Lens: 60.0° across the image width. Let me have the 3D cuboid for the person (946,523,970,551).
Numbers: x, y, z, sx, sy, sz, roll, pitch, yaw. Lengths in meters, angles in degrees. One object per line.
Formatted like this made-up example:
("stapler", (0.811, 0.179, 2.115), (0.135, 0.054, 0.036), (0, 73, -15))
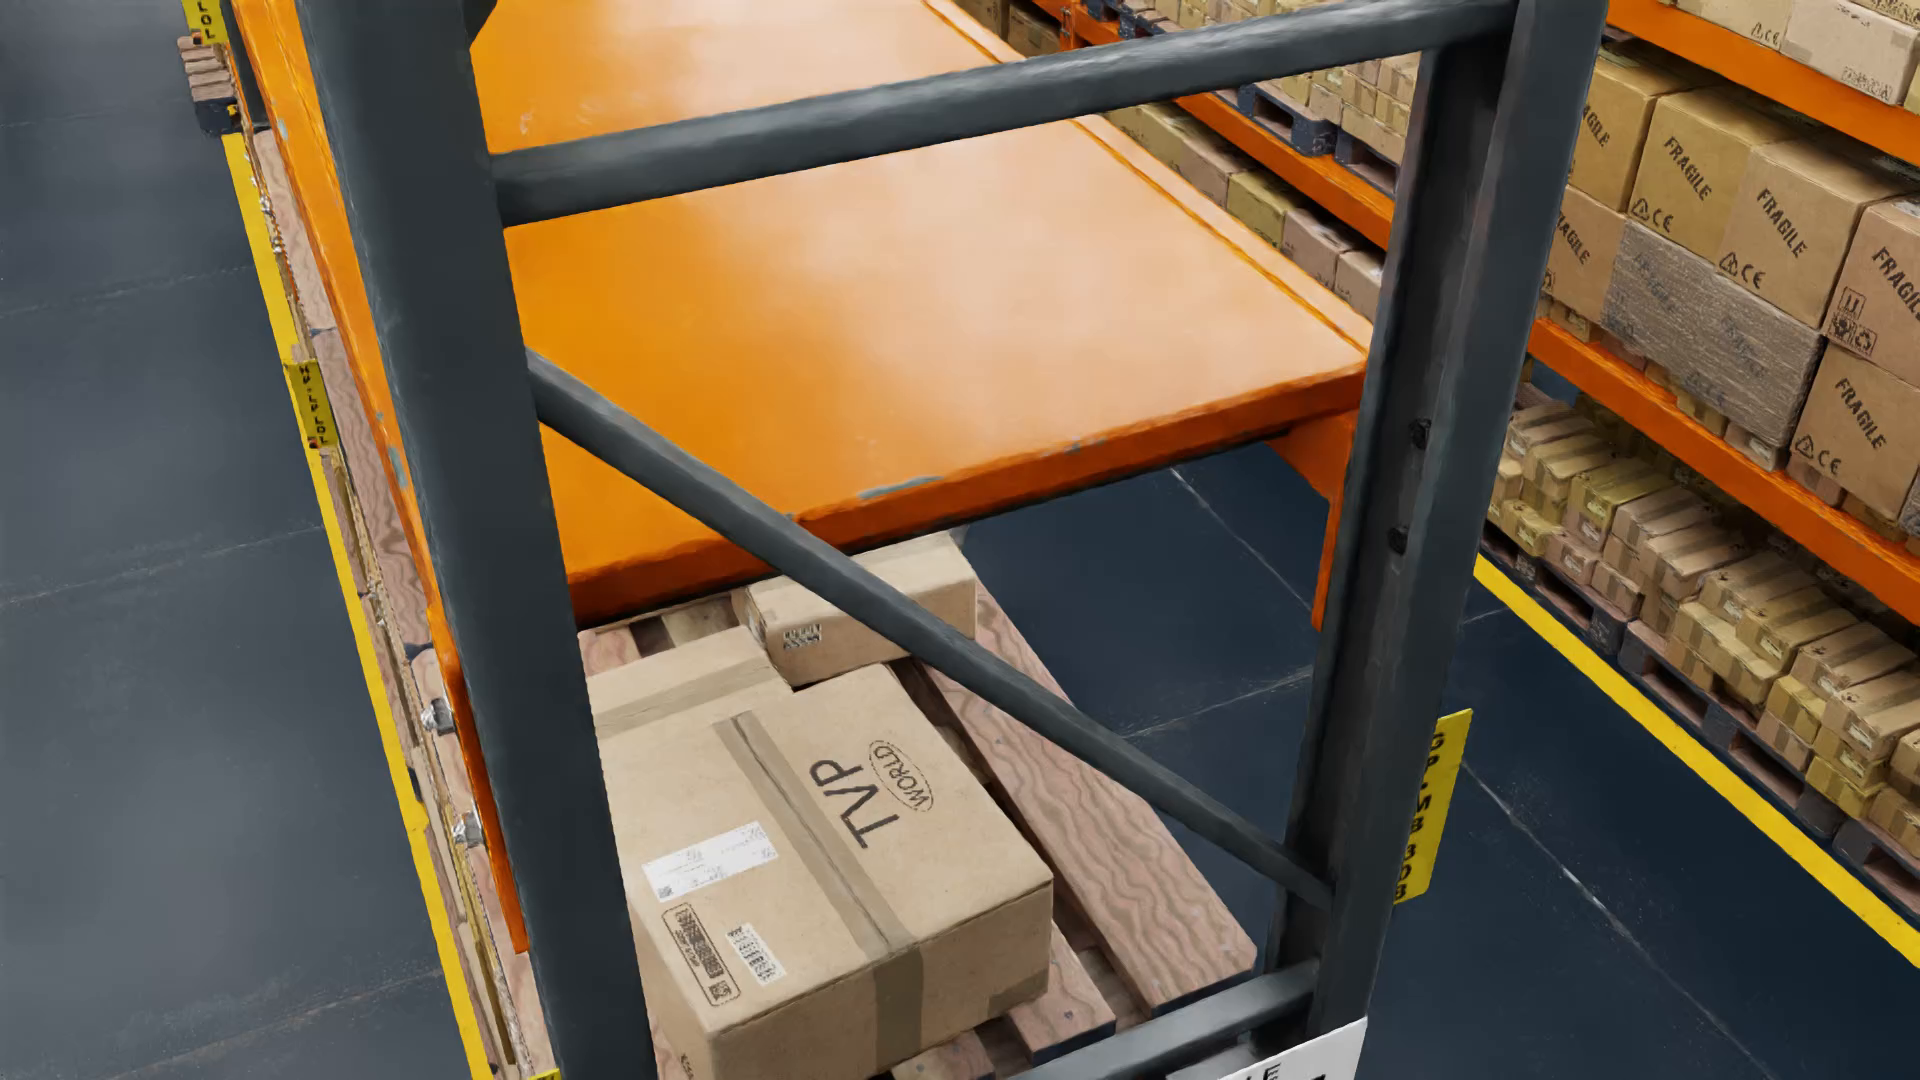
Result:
("person", (-0.017, -0.493, 7.463), (0.674, 1.669, 0.488), (7, 38, 9))
